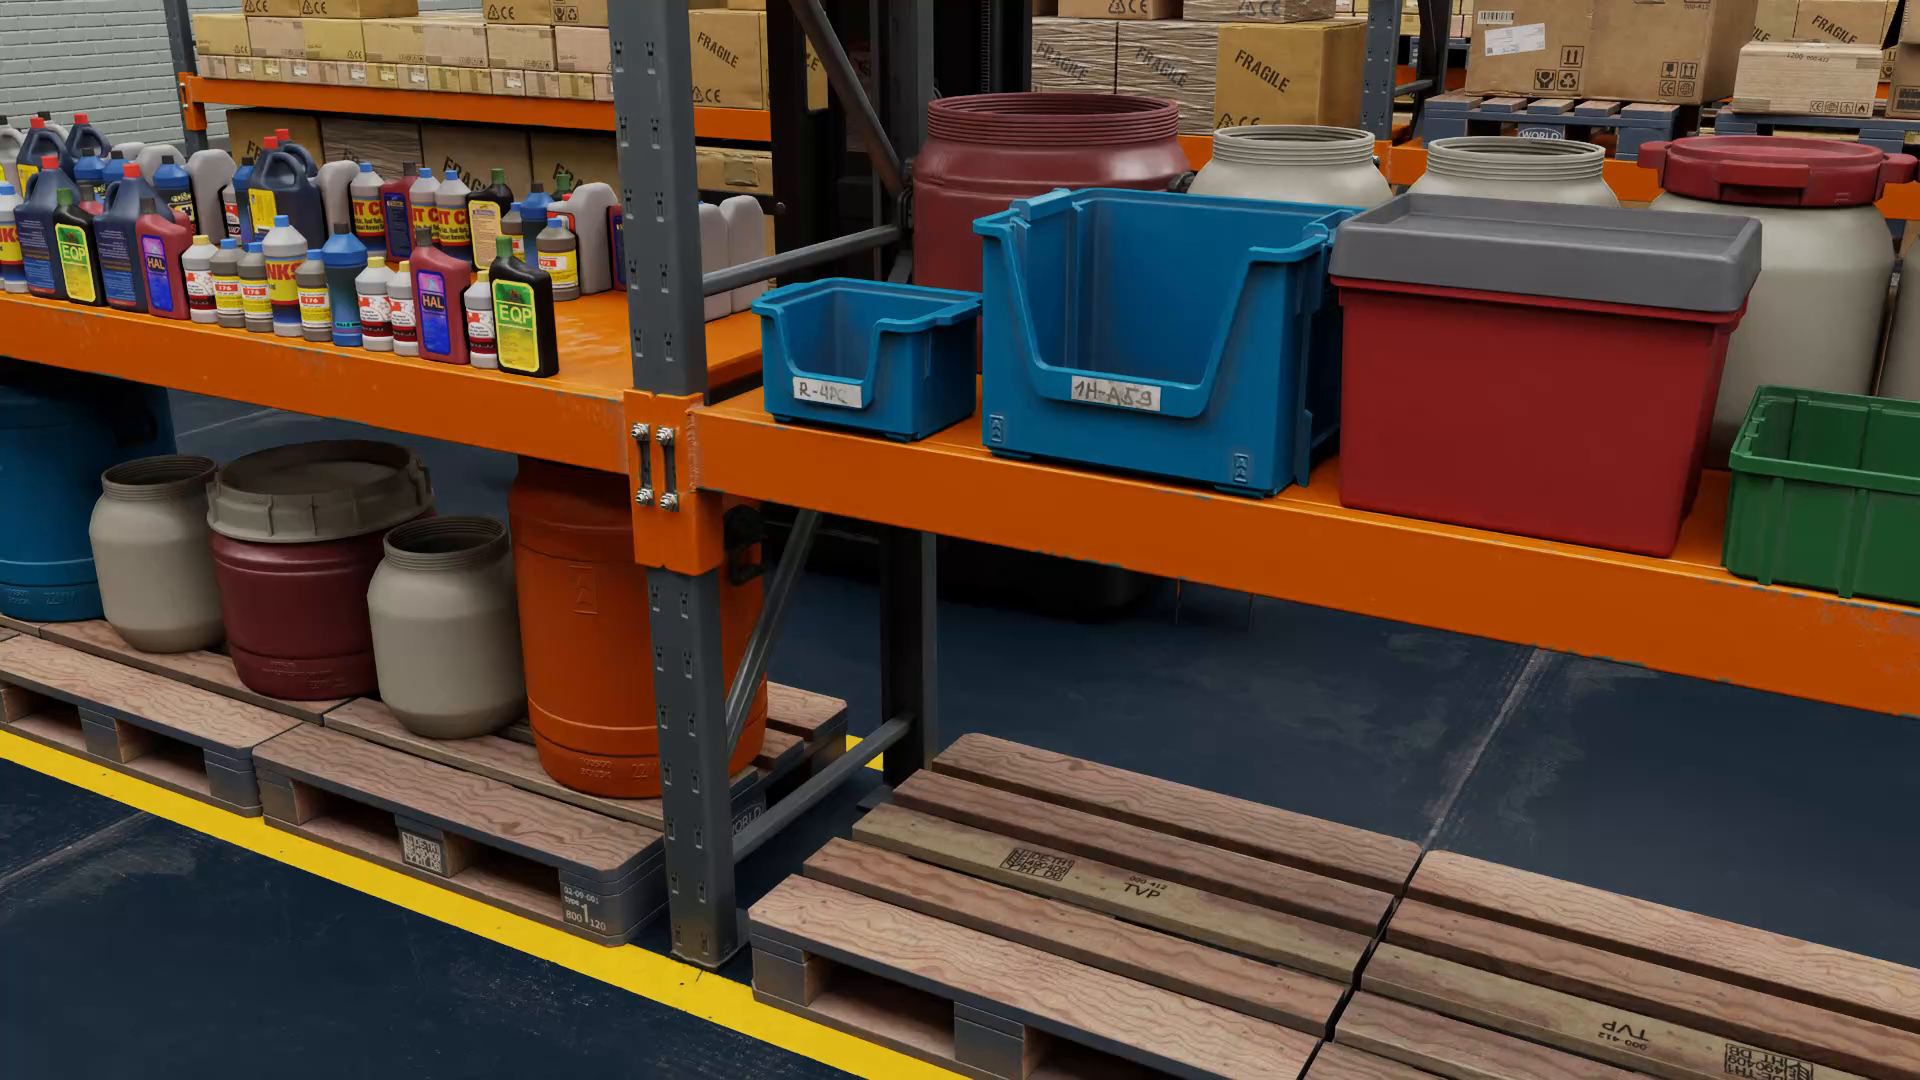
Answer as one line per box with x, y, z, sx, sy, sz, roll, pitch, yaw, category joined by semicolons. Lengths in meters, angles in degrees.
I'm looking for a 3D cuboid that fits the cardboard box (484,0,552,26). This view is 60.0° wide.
-2.399;-3.247;9.600;0.500;0.500;0.500;11;23;28;cardboard box

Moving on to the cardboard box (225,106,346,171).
-4.326;-2.525;11.426;0.875;0.875;0.875;11;23;27;cardboard box

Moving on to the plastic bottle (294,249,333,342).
-1.465;-0.562;3.807;0.097;0.201;0.097;0;20;0;plastic bottle

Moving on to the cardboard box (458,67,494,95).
-2.756;-2.749;9.914;0.250;0.149;0.380;11;23;28;cardboard box

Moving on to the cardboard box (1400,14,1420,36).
3.256;-3.689;11.890;0.250;0.149;0.380;10;22;27;cardboard box

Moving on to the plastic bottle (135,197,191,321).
-1.914;-0.679;4.010;0.133;0.283;0.061;11;23;27;plastic bottle

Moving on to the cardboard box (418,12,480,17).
-3.484;-3.307;10.867;0.500;0.250;0.500;10;22;25;cardboard box

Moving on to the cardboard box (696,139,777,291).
-0.863;-1.841;9.543;0.875;0.875;1.225;11;23;27;cardboard box

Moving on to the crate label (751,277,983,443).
-0.170;-0.343;3.158;0.416;0.233;0.303;11;23;27;crate label

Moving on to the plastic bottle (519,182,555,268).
-1.097;-0.798;4.354;0.097;0.271;0.097;0;20;0;plastic bottle

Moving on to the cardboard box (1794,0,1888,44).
5.713;-3.262;10.813;0.500;0.500;0.500;11;23;27;cardboard box

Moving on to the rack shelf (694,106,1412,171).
0.314;-2.073;8.735;4.000;0.370;1.077;11;23;27;rack shelf

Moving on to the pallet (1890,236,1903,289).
6.280;-1.870;11.211;1.213;0.211;1.003;11;23;27;pallet

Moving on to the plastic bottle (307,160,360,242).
-1.786;-0.944;4.751;0.135;0.276;0.152;11;23;27;plastic bottle

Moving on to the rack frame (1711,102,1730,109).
9.311;-6.507;19.904;0.127;3.000;1.000;11;23;27;rack frame

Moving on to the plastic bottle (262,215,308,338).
-1.550;-0.611;3.840;0.097;0.271;0.097;0;20;0;plastic bottle

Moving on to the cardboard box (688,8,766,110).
-1.152;-2.639;9.096;0.500;0.500;0.500;11;23;27;cardboard box

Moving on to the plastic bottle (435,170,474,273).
-1.385;-0.876;4.571;0.097;0.271;0.097;0;20;0;plastic bottle

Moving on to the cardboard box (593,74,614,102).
-1.858;-2.578;9.443;0.250;0.149;0.380;11;23;28;cardboard box

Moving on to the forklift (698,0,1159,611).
-0.551;-1.482;6.153;3.031;2.935;1.130;11;23;27;forklift

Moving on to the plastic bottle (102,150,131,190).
-2.513;-1.032;4.999;0.097;0.271;0.097;0;20;0;plastic bottle

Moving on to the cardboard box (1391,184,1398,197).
3.414;-2.679;12.402;0.500;0.500;0.500;12;23;29;cardboard box

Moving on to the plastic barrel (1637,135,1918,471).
1.390;-0.421;2.927;0.433;0.535;0.433;0;20;0;plastic barrel

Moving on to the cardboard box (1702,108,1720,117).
7.382;-3.893;15.938;0.625;0.372;0.950;9;22;24;cardboard box

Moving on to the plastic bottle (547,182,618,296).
-0.979;-0.790;4.327;0.135;0.276;0.152;11;23;27;plastic bottle

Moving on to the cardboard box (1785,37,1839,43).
3.648;-2.015;7.104;0.258;0.266;0.396;10;22;26;cardboard box

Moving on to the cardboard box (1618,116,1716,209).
5.055;-2.550;11.678;0.750;0.750;1.050;10;22;27;cardboard box

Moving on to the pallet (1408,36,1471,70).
3.893;-3.535;11.991;1.003;0.211;1.213;11;23;27;pallet

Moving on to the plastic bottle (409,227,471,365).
-1.118;-0.527;3.591;0.133;0.283;0.061;11;23;27;plastic bottle

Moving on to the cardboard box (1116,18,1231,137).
1.076;-2.218;7.934;0.500;0.500;0.500;11;22;27;cardboard box

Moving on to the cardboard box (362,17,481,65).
-3.284;-3.063;10.195;0.500;0.250;0.500;10;22;26;cardboard box

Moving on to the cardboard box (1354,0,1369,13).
3.015;-3.874;11.963;0.250;0.149;0.380;11;22;27;cardboard box

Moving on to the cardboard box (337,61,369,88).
-3.651;-2.920;10.385;0.250;0.149;0.380;11;22;27;cardboard box

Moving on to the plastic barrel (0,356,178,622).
-2.762;-0.267;5.162;0.708;0.901;0.600;11;23;27;plastic barrel

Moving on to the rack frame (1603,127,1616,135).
4.567;-3.538;11.719;0.127;3.000;1.000;11;23;27;rack frame

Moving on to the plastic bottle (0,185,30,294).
-2.445;-0.782;4.310;0.097;0.271;0.097;0;20;0;plastic bottle

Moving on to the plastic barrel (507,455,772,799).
-0.791;0.143;4.139;0.708;0.830;0.600;11;23;27;plastic barrel

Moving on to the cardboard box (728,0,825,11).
-0.870;-3.158;9.055;0.637;0.503;0.797;10;22;26;cardboard box

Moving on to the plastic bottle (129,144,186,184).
-2.469;-1.074;5.110;0.135;0.276;0.152;11;23;27;plastic bottle

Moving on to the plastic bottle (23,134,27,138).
-3.027;-1.180;5.402;0.135;0.276;0.152;11;23;27;plastic bottle

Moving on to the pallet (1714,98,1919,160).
3.808;-1.671;6.854;1.213;0.211;1.003;11;23;27;pallet

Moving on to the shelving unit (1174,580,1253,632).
0.860;-0.231;5.461;0.252;1.050;0.215;4;20;11;shelving unit

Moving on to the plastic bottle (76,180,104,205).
-2.290;-0.808;4.384;0.097;0.271;0.097;0;20;0;plastic bottle

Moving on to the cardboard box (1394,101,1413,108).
3.215;-3.270;12.931;0.500;0.250;0.500;11;23;28;cardboard box

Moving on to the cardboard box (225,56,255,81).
-4.550;-3.091;10.856;0.250;0.149;0.380;10;22;27;cardboard box
